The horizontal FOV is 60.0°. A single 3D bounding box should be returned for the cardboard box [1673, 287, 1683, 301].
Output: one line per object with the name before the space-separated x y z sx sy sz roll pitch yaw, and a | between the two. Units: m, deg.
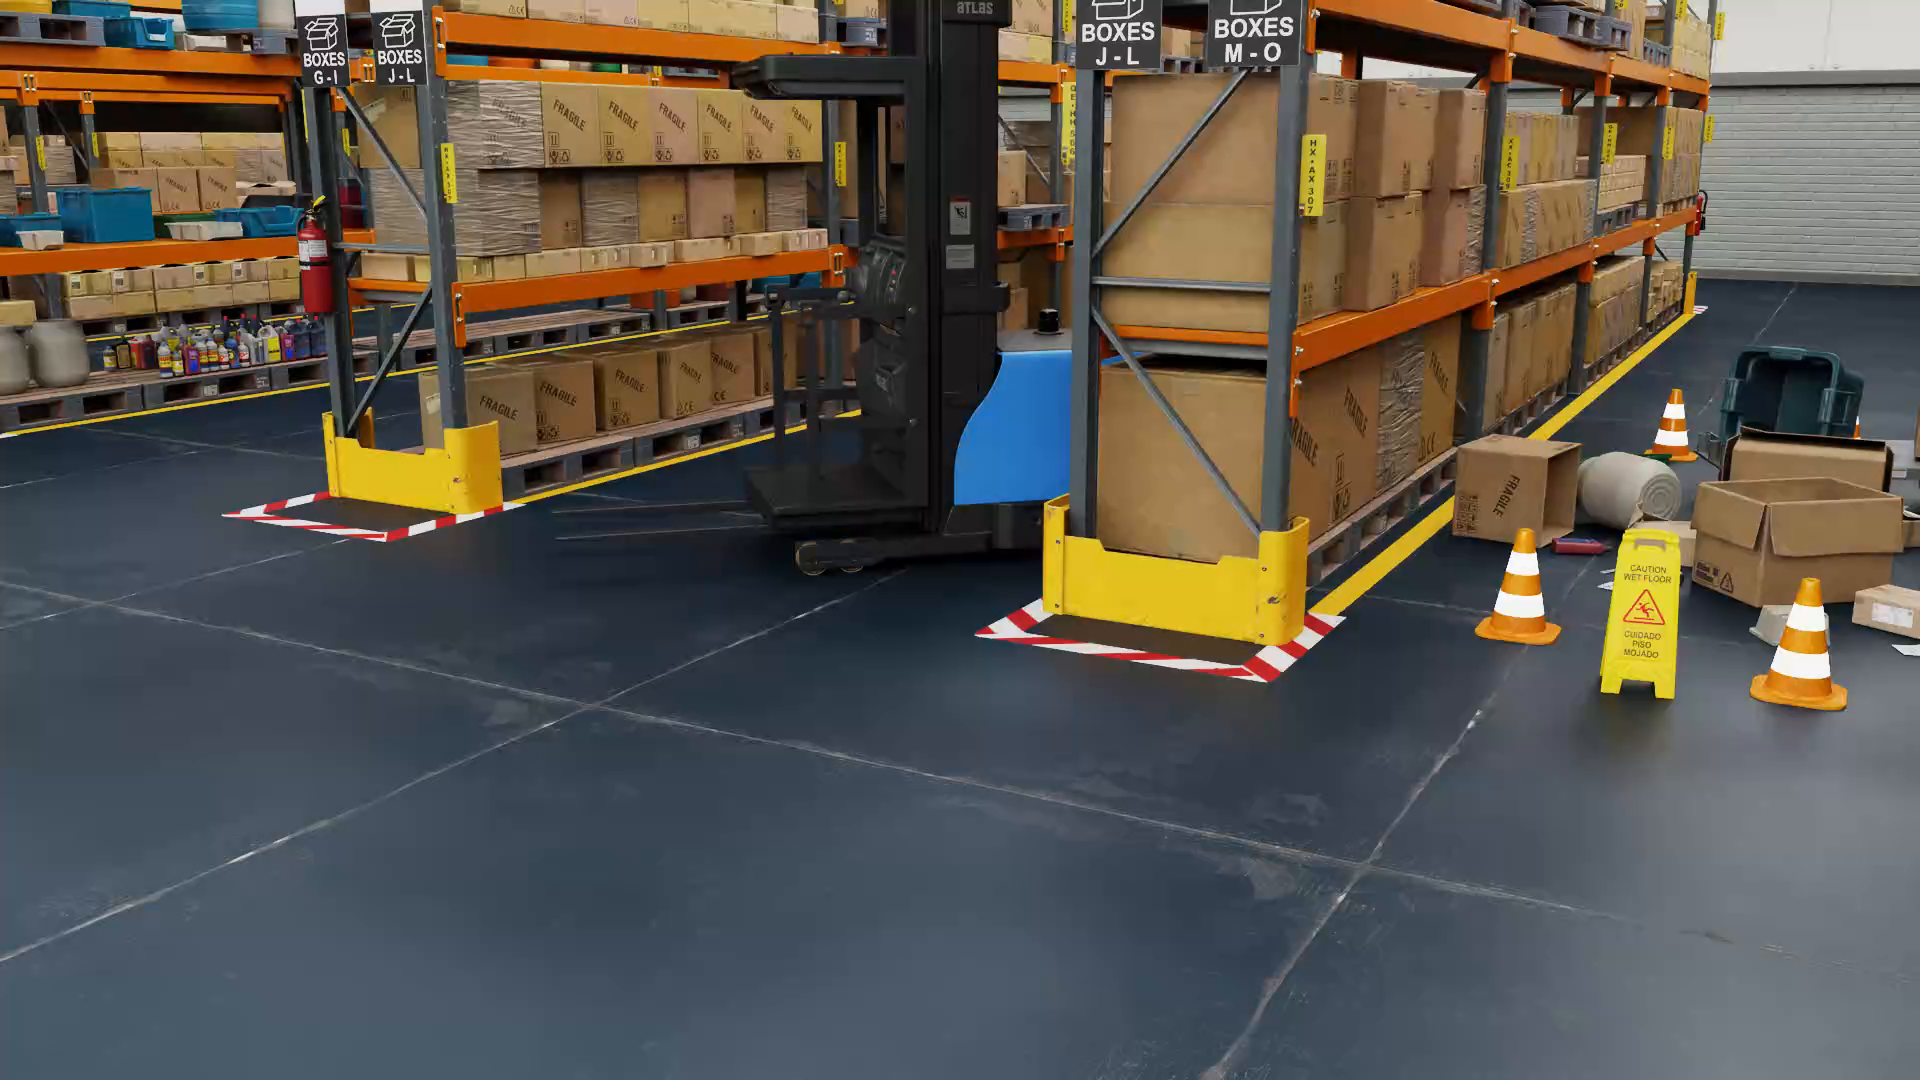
cardboard box | 8.593 -3.009 20.300 0.380 0.149 0.250 8 16 30

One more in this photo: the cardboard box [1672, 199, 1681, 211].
cardboard box | 8.273 -3.960 19.594 0.380 0.149 0.250 7 15 26

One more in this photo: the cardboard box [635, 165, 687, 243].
cardboard box | -2.369 -2.305 11.344 0.875 0.500 0.500 7 15 28

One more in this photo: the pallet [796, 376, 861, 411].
pallet | -1.018 -1.311 14.023 1.003 0.211 1.213 7 15 28

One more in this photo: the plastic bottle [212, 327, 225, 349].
plastic bottle | -6.612 -1.764 14.833 0.097 0.271 0.097 0 14 0

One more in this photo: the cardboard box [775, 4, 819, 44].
cardboard box | -1.385 -3.769 12.188 0.500 0.250 0.500 8 16 30

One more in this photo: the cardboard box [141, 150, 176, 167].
cardboard box | -11.748 -5.391 24.106 0.500 0.500 0.500 8 16 30

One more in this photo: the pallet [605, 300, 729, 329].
pallet | -3.451 -2.700 19.782 1.003 0.211 1.213 7 15 28

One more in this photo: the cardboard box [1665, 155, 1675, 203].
cardboard box | 7.460 -3.934 18.105 0.500 0.500 0.500 7 15 28

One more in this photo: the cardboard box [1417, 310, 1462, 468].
cardboard box | 2.534 -0.975 10.313 0.875 0.875 0.875 8 16 29

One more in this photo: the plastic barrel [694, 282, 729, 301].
plastic barrel | -3.028 -3.255 20.383 0.600 0.588 0.708 7 15 28

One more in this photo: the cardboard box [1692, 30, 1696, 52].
cardboard box | 7.951 -5.579 18.629 0.500 0.250 0.500 7 15 26

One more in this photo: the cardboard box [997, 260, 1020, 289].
cardboard box | 0.243 -2.550 16.006 0.500 0.250 0.500 8 16 30

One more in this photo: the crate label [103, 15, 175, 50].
crate label | -6.469 -3.980 13.060 0.502 0.251 0.408 7 15 28

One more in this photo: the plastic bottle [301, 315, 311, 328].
plastic bottle | -5.914 -1.846 15.003 0.144 0.351 0.185 7 15 28

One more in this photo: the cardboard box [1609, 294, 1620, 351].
cardboard box | 5.883 -2.060 15.614 0.500 0.500 0.500 7 15 27

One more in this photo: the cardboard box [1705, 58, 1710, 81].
cardboard box | 8.712 -5.648 19.982 0.500 0.250 0.500 7 15 27

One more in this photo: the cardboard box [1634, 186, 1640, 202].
cardboard box | 6.623 -3.490 16.751 0.380 0.149 0.250 7 15 28

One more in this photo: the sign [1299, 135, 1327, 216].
sign | 1.449 -1.499 6.835 0.100 0.325 0.005 7 15 28

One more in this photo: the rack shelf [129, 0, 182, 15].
rack shelf | -11.501 -7.794 24.550 1.077 0.370 4.000 7 15 28

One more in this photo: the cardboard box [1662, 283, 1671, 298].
cardboard box | 7.958 -2.884 19.148 0.380 0.149 0.250 8 15 29

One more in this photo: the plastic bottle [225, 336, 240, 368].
plastic bottle | -6.202 -1.604 14.170 0.097 0.271 0.097 0 14 0

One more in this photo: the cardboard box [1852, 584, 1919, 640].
cardboard box | 4.213 0.325 7.370 0.250 0.149 0.380 -8 16 -30

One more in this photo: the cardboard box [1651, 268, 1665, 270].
cardboard box | 7.995 -3.095 19.389 0.380 0.149 0.250 7 15 26

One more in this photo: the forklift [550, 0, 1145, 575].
forklift | -0.602 -1.385 8.526 3.031 2.935 1.130 -4 14 -15

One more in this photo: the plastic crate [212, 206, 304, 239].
plastic crate | -6.026 -2.738 14.308 0.499 0.251 0.616 7 15 28

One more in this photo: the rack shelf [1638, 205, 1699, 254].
rack shelf | 7.734 -3.626 19.210 1.077 0.370 4.000 7 15 28

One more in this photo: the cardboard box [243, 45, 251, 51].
cardboard box | -8.537 -5.831 19.845 0.500 0.250 0.500 8 16 30

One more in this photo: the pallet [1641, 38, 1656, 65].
pallet | 5.877 -4.605 15.735 1.213 0.211 1.003 7 15 28

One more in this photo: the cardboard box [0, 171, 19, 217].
cardboard box | -10.272 -3.587 17.299 0.700 0.500 0.500 7 15 27

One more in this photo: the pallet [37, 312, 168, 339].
pallet | -9.741 -2.430 18.664 1.003 0.211 1.213 7 15 28

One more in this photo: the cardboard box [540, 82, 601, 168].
cardboard box | -2.575 -2.549 10.227 0.500 0.500 0.500 7 15 28

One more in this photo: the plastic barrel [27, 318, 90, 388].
plastic barrel | -7.169 -1.489 13.221 0.421 0.512 0.421 0 14 0

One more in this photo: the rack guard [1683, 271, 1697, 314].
rack guard | 8.664 -3.156 21.056 1.175 0.500 0.348 7 15 28

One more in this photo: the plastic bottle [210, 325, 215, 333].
plastic bottle | -6.690 -1.775 14.854 0.061 0.283 0.133 8 16 31

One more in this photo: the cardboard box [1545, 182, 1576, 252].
cardboard box | 4.367 -2.466 12.649 0.500 0.500 0.500 7 15 27

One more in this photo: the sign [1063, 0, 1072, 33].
sign | 1.014 -4.975 15.768 0.100 0.325 0.005 7 15 28

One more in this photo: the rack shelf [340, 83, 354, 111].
rack shelf | -7.163 -5.970 22.530 1.077 0.370 4.000 7 15 28

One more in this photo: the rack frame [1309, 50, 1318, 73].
rack frame | 4.408 -7.885 22.542 1.000 3.000 0.127 7 15 28

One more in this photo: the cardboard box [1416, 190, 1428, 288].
cardboard box | 2.122 -1.707 9.396 0.875 0.550 0.550 7 15 28

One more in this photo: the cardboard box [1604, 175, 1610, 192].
cardboard box | 5.620 -3.211 14.957 0.380 0.149 0.250 7 15 28

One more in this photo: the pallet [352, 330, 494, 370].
pallet | -5.383 -1.878 16.374 1.003 0.211 1.213 7 15 28

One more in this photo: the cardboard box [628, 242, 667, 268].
cardboard box | -2.171 -1.893 11.020 0.380 0.149 0.250 7 15 28

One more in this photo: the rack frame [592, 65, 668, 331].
rack frame | -3.795 -3.889 18.764 1.000 3.000 0.127 7 15 28

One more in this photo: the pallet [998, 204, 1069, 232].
pallet | 0.289 -3.076 15.803 1.213 0.211 1.003 7 15 28

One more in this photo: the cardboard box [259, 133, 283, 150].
cardboard box | -10.792 -6.171 25.739 0.500 0.250 0.500 8 16 29

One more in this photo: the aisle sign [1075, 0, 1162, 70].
aisle sign | 0.669 -2.387 6.988 0.394 0.787 0.004 7 15 28

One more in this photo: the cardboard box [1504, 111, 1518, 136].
cardboard box | 3.381 -2.667 11.351 0.700 0.500 0.500 7 15 27

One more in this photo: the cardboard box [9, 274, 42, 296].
cardboard box | -10.119 -2.886 18.378 0.500 0.311 0.500 7 15 28

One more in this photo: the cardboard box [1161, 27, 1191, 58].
cardboard box | 2.202 -5.739 18.930 0.700 0.500 0.500 8 16 29

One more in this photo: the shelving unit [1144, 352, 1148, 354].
shelving unit | 1.165 -0.829 10.072 0.538 1.125 1.048 4 14 14

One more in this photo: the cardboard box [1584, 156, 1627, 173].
cardboard box | 6.113 -3.565 15.792 0.380 0.149 0.250 7 15 26

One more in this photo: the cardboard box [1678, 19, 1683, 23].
cardboard box | 7.518 -5.578 17.774 0.380 0.149 0.250 7 15 26

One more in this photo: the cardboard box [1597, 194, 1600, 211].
cardboard box | 5.356 -2.951 14.514 0.380 0.149 0.250 8 16 31
